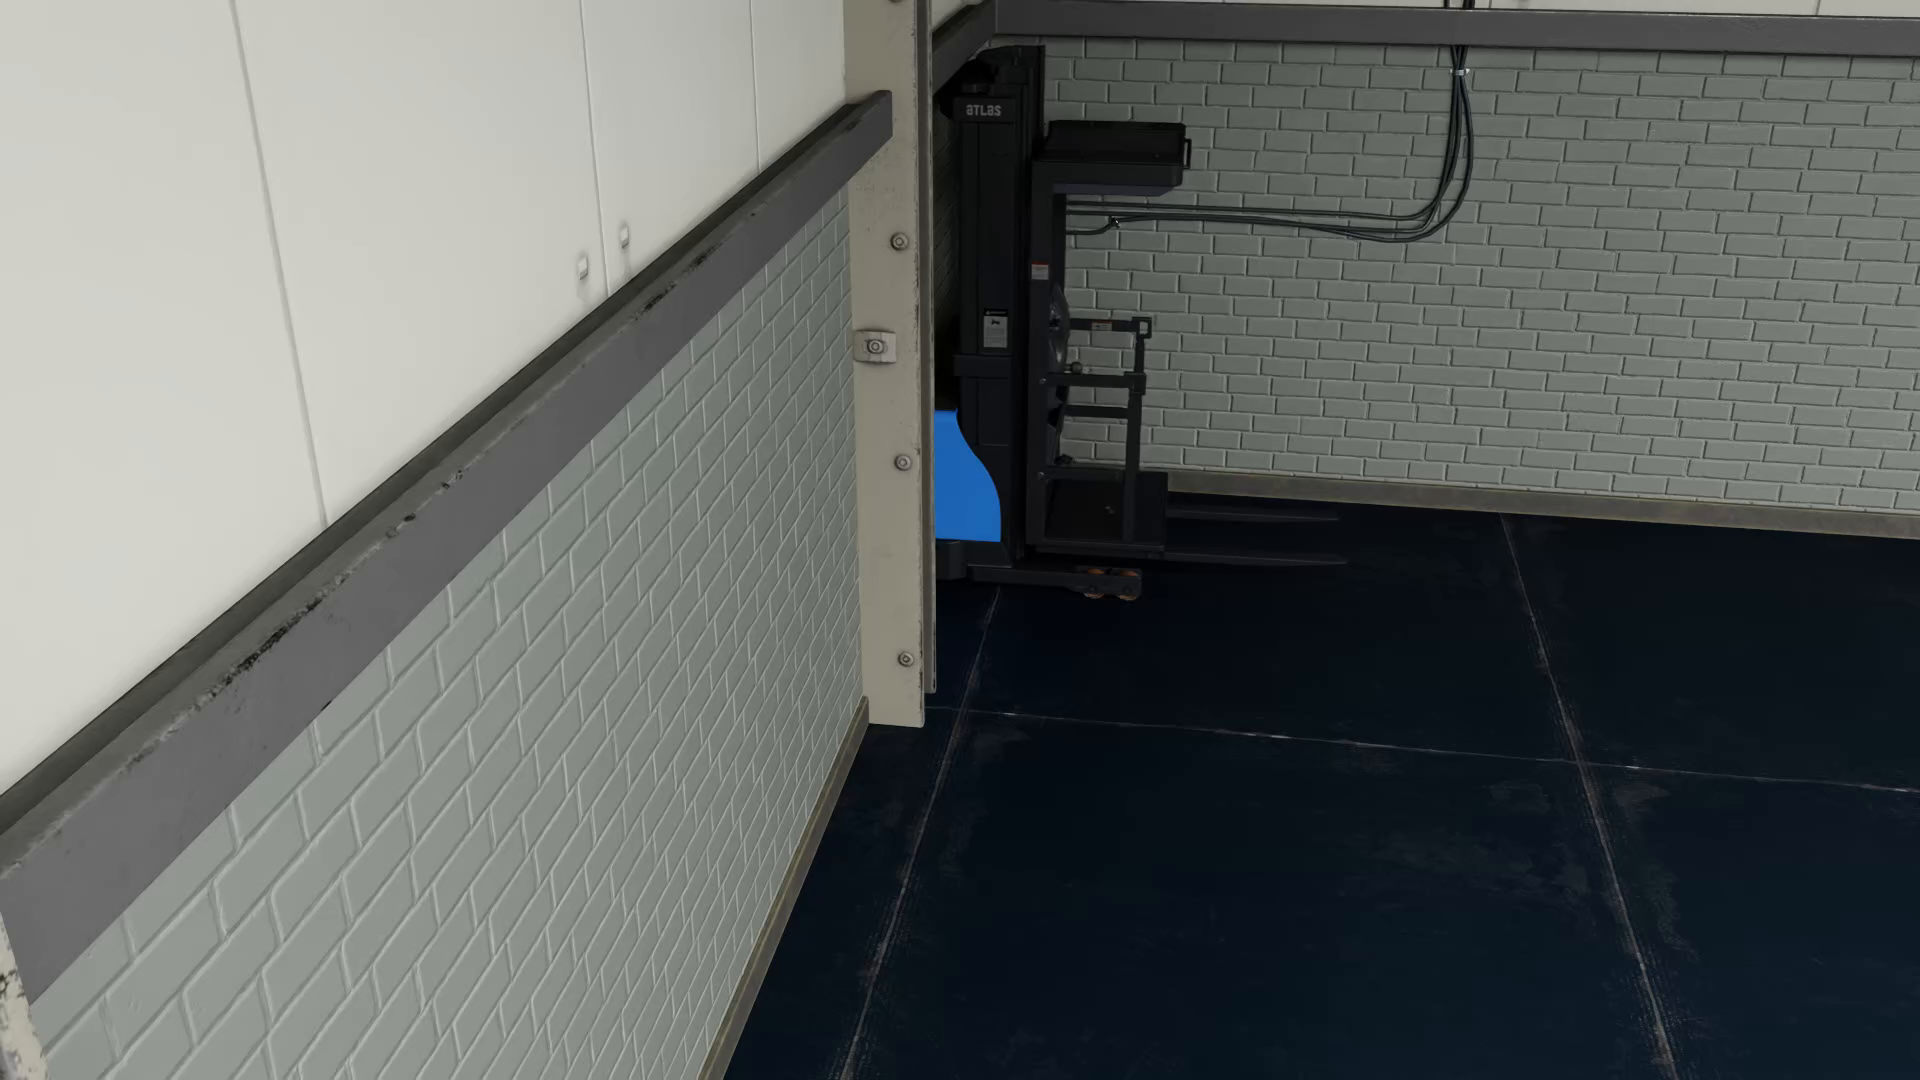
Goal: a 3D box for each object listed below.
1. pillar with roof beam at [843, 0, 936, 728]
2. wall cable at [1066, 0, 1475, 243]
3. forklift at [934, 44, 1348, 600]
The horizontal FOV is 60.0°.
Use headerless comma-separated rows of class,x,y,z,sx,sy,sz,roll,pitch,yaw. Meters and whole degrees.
pillar with roof beam,3.941,-2.939,5.915,9.100,9.000,0.400,4,25,9
wall cable,1.480,-2.972,9.647,3.097,2.526,0.112,4,25,9
forklift,0.748,-1.223,9.405,3.031,2.935,1.130,3,25,7
